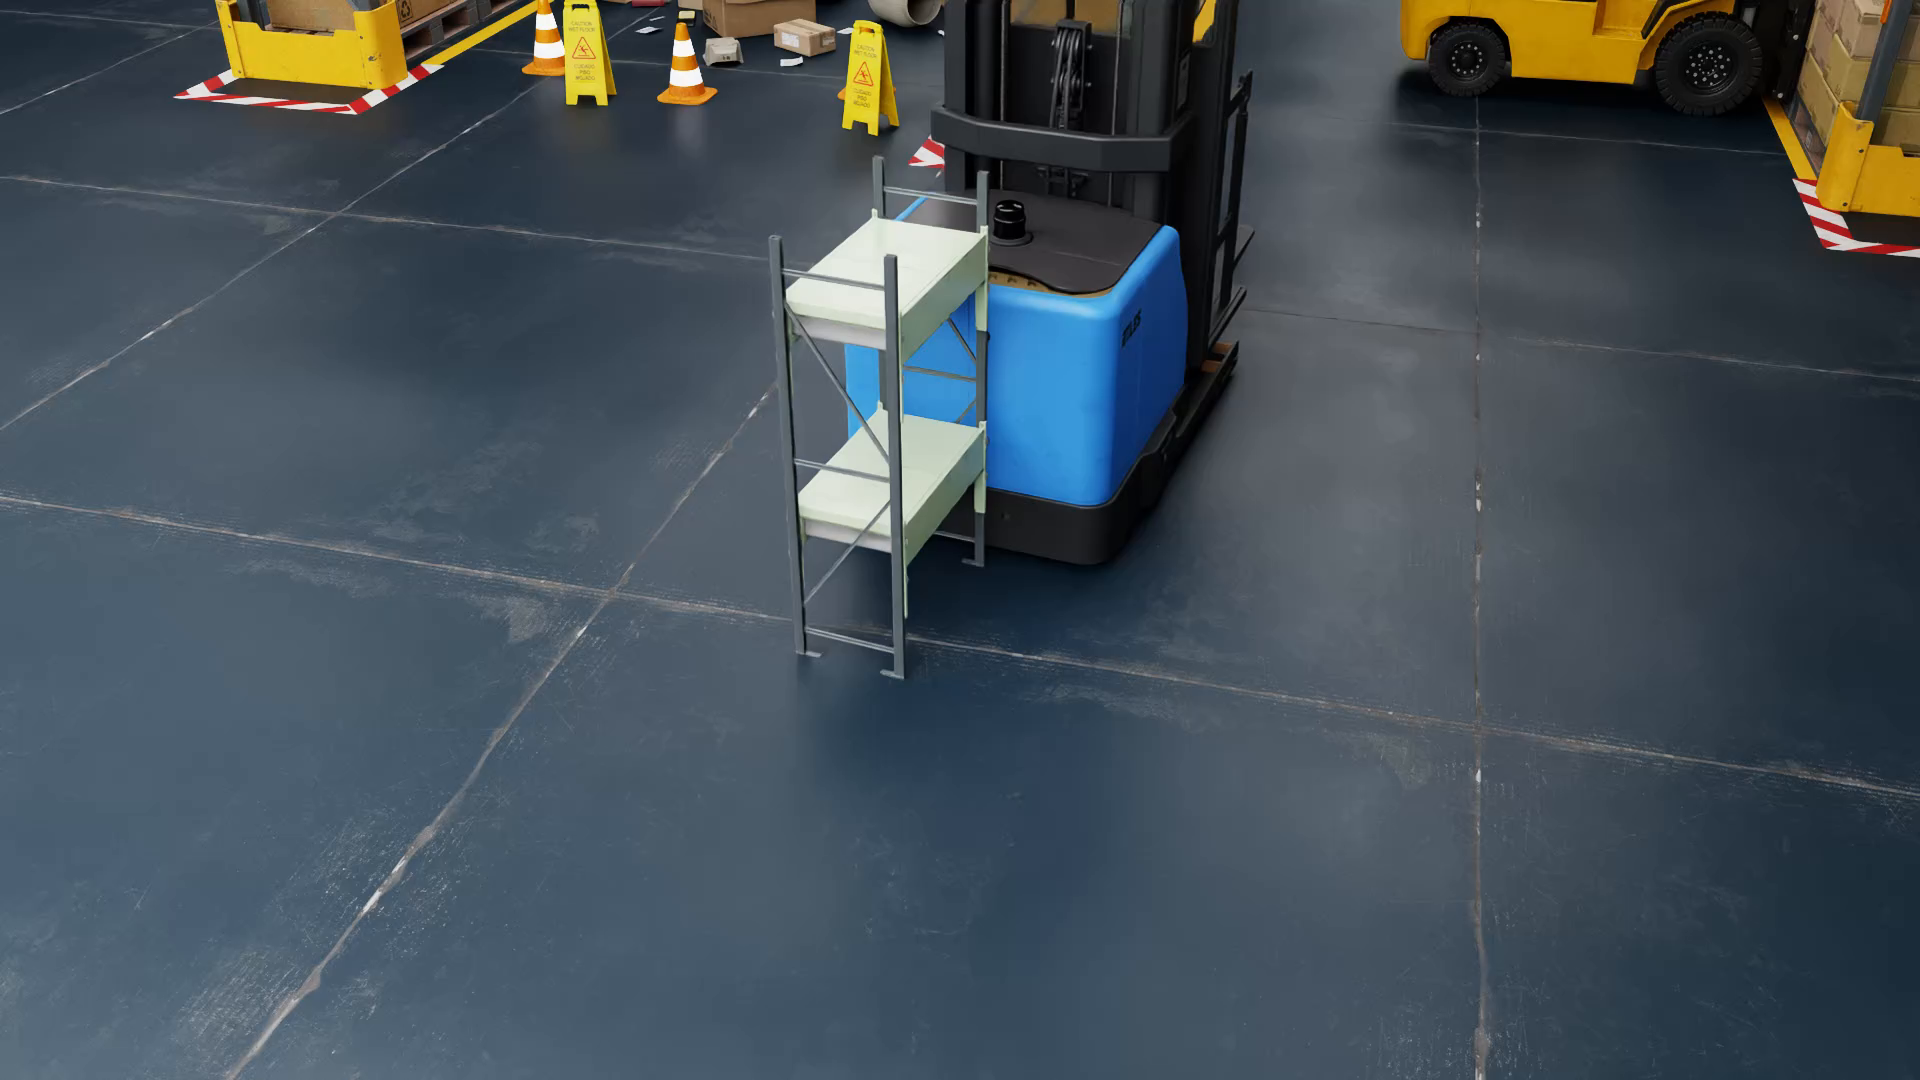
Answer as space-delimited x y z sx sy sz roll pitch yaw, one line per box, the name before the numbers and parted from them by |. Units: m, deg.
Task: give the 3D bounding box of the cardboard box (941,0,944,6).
cardboard box | -0.039 -4.419 12.733 0.500 0.500 0.500 -21 38 -29

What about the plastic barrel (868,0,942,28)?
plastic barrel | -0.406 -3.959 12.082 0.421 0.421 0.512 -21 38 -29

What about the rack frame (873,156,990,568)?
rack frame | -0.095 -0.577 5.759 0.400 1.500 0.023 12 34 18

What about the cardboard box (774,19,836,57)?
cardboard box | -1.087 -3.520 11.648 0.380 0.149 0.250 28 42 36

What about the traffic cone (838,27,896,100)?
traffic cone | -0.604 -3.096 10.689 0.336 0.463 0.334 8 33 12

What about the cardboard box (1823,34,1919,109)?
cardboard box | 5.157 -2.617 9.276 0.500 0.250 0.500 8 33 12

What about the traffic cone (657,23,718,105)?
traffic cone | -1.764 -3.071 10.649 0.336 0.463 0.334 8 33 12

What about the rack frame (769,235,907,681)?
rack frame | -0.368 -0.212 5.186 0.400 1.500 0.023 12 34 18

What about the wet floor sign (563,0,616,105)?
wet floor sign | -2.372 -3.111 10.542 0.267 0.644 0.232 3 33 4

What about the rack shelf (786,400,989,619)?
rack shelf | -0.231 -0.119 5.647 0.431 0.370 0.720 12 34 18

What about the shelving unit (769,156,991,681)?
shelving unit | -0.231 -0.394 5.472 0.431 1.500 0.755 12 34 18

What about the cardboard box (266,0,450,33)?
cardboard box | -4.171 -4.031 11.384 0.875 0.875 0.875 8 33 13

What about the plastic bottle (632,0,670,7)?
plastic bottle | -2.345 -4.097 12.637 0.283 0.061 0.133 -3 33 -4

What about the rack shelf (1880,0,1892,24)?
rack shelf | 5.844 -3.828 10.146 1.077 0.370 4.000 8 33 12

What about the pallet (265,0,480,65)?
pallet | -4.152 -3.638 11.776 1.003 0.211 1.213 8 33 12

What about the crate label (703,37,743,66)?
crate label | -1.625 -3.350 11.391 0.250 0.136 0.298 -8 33 -13

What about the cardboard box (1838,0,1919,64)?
cardboard box | 5.152 -2.814 9.120 0.500 0.250 0.500 9 34 14

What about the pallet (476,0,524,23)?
pallet | -3.841 -4.269 12.769 1.003 0.211 1.213 8 33 12

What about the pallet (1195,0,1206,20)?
pallet | 1.413 -4.313 12.838 1.003 0.211 1.213 8 33 12

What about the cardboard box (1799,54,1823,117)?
cardboard box | 5.285 -2.654 9.801 0.500 0.250 0.500 8 33 12

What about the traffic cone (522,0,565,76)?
traffic cone | -2.771 -3.401 11.168 0.336 0.463 0.334 8 33 12

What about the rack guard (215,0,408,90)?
rack guard | -4.286 -3.322 11.009 1.175 0.500 0.348 8 33 12

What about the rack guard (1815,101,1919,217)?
rack guard | 5.330 -2.027 8.972 1.175 0.500 0.348 8 33 12

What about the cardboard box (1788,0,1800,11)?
cardboard box | 5.536 -3.406 10.517 0.500 0.250 0.500 8 33 12

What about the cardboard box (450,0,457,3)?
cardboard box | -3.950 -4.488 12.102 0.875 0.875 0.875 8 33 12

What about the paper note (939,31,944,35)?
paper note | -0.079 -3.661 11.980 0.142 0.019 0.148 -3 33 -4

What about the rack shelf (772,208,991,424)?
rack shelf | -0.231 -0.724 5.263 0.431 0.370 0.720 12 34 18

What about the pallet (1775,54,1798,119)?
pallet | 5.802 -2.951 10.695 1.003 0.211 1.213 8 33 12

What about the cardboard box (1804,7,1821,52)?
cardboard box | 5.406 -3.146 10.109 0.500 0.250 0.500 7 33 11

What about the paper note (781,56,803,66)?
paper note | -1.151 -3.276 11.375 0.148 0.019 0.142 -3 33 -4

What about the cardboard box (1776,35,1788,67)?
cardboard box | 5.531 -3.185 10.636 0.500 0.250 0.500 9 34 14

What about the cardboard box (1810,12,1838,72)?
cardboard box | 5.295 -2.876 9.683 0.500 0.250 0.500 8 33 12

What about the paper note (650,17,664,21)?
paper note | -2.245 -3.863 12.316 0.032 0.001 0.123 28 42 36

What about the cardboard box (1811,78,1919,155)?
cardboard box | 5.150 -2.398 9.397 0.500 0.250 0.500 8 33 13

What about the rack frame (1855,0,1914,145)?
rack frame | 5.336 -3.094 8.321 1.000 3.000 0.127 8 33 12

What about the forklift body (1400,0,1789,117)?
forklift body | 4.053 -3.968 10.487 2.313 2.155 1.214 8 33 12

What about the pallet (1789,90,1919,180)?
pallet | 5.490 -2.320 9.702 1.003 0.211 1.213 8 33 12

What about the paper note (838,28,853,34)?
paper note | -0.791 -3.692 12.040 0.148 0.019 0.142 20 38 29

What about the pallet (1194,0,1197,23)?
pallet | 1.105 -3.678 11.839 1.003 0.211 1.213 8 33 12

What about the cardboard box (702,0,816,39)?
cardboard box | -1.469 -3.970 12.027 0.797 0.503 0.637 -14 35 -21

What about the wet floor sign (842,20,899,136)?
wet floor sign | -0.549 -2.821 10.087 0.267 0.644 0.232 20 38 29

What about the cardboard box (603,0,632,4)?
cardboard box | -2.666 -4.466 12.807 0.500 0.500 0.500 14 35 21

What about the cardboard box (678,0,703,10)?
cardboard box | -1.919 -4.168 12.560 0.396 0.266 0.258 14 35 21

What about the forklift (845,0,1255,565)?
forklift | 0.590 -1.927 6.549 1.130 2.935 3.031 12 34 18

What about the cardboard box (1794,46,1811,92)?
cardboard box | 5.421 -2.913 10.207 0.500 0.250 0.500 8 33 13

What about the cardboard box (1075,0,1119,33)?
cardboard box | 1.012 -3.494 10.423 0.500 0.500 0.500 7 33 11

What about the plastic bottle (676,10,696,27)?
plastic bottle | -2.013 -3.848 12.245 0.133 0.061 0.283 -3 33 -4

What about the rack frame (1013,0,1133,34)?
rack frame | 0.534 -3.768 9.381 1.000 3.000 0.127 8 33 12

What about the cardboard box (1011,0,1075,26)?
cardboard box | 0.485 -3.552 10.515 0.500 0.500 0.500 8 33 13

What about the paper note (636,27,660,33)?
paper note | -2.250 -3.697 12.038 0.144 0.017 0.142 20 38 29

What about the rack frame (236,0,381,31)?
rack frame | -4.279 -4.389 10.358 1.000 3.000 0.127 8 33 12

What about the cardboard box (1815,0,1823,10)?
cardboard box | 5.394 -3.343 9.952 0.500 0.250 0.500 8 33 13

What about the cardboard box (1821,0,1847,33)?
cardboard box | 5.275 -3.080 9.538 0.500 0.250 0.500 9 33 13
